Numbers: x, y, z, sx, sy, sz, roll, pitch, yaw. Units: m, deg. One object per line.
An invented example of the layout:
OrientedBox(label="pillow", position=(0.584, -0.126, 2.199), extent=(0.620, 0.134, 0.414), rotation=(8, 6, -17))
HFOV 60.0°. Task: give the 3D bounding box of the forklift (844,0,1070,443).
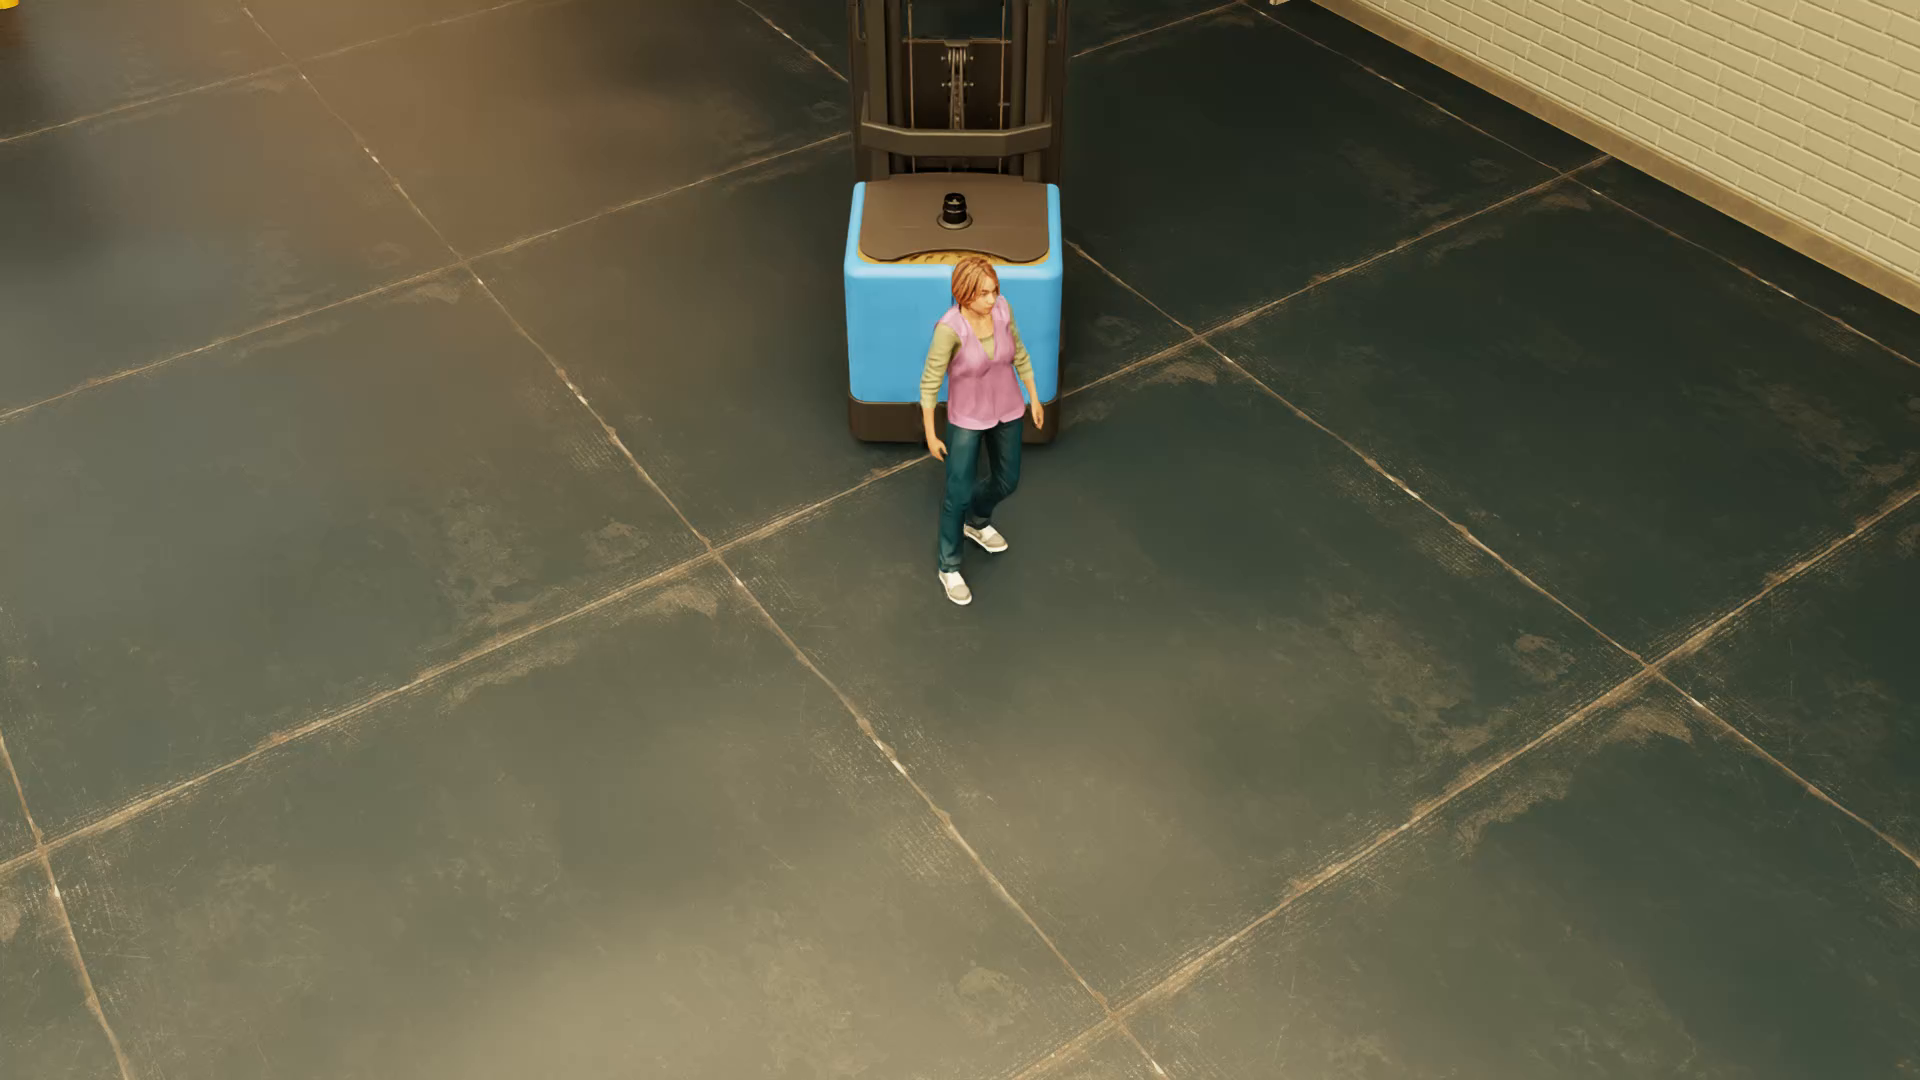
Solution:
OrientedBox(label="forklift", position=(-0.004, -2.538, 8.470), extent=(1.130, 2.935, 3.031), rotation=(1, 43, 1))

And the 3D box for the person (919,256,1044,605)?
OrientedBox(label="person", position=(0.118, -0.491, 7.267), extent=(0.568, 1.575, 0.500), rotation=(-21, 47, -21))
